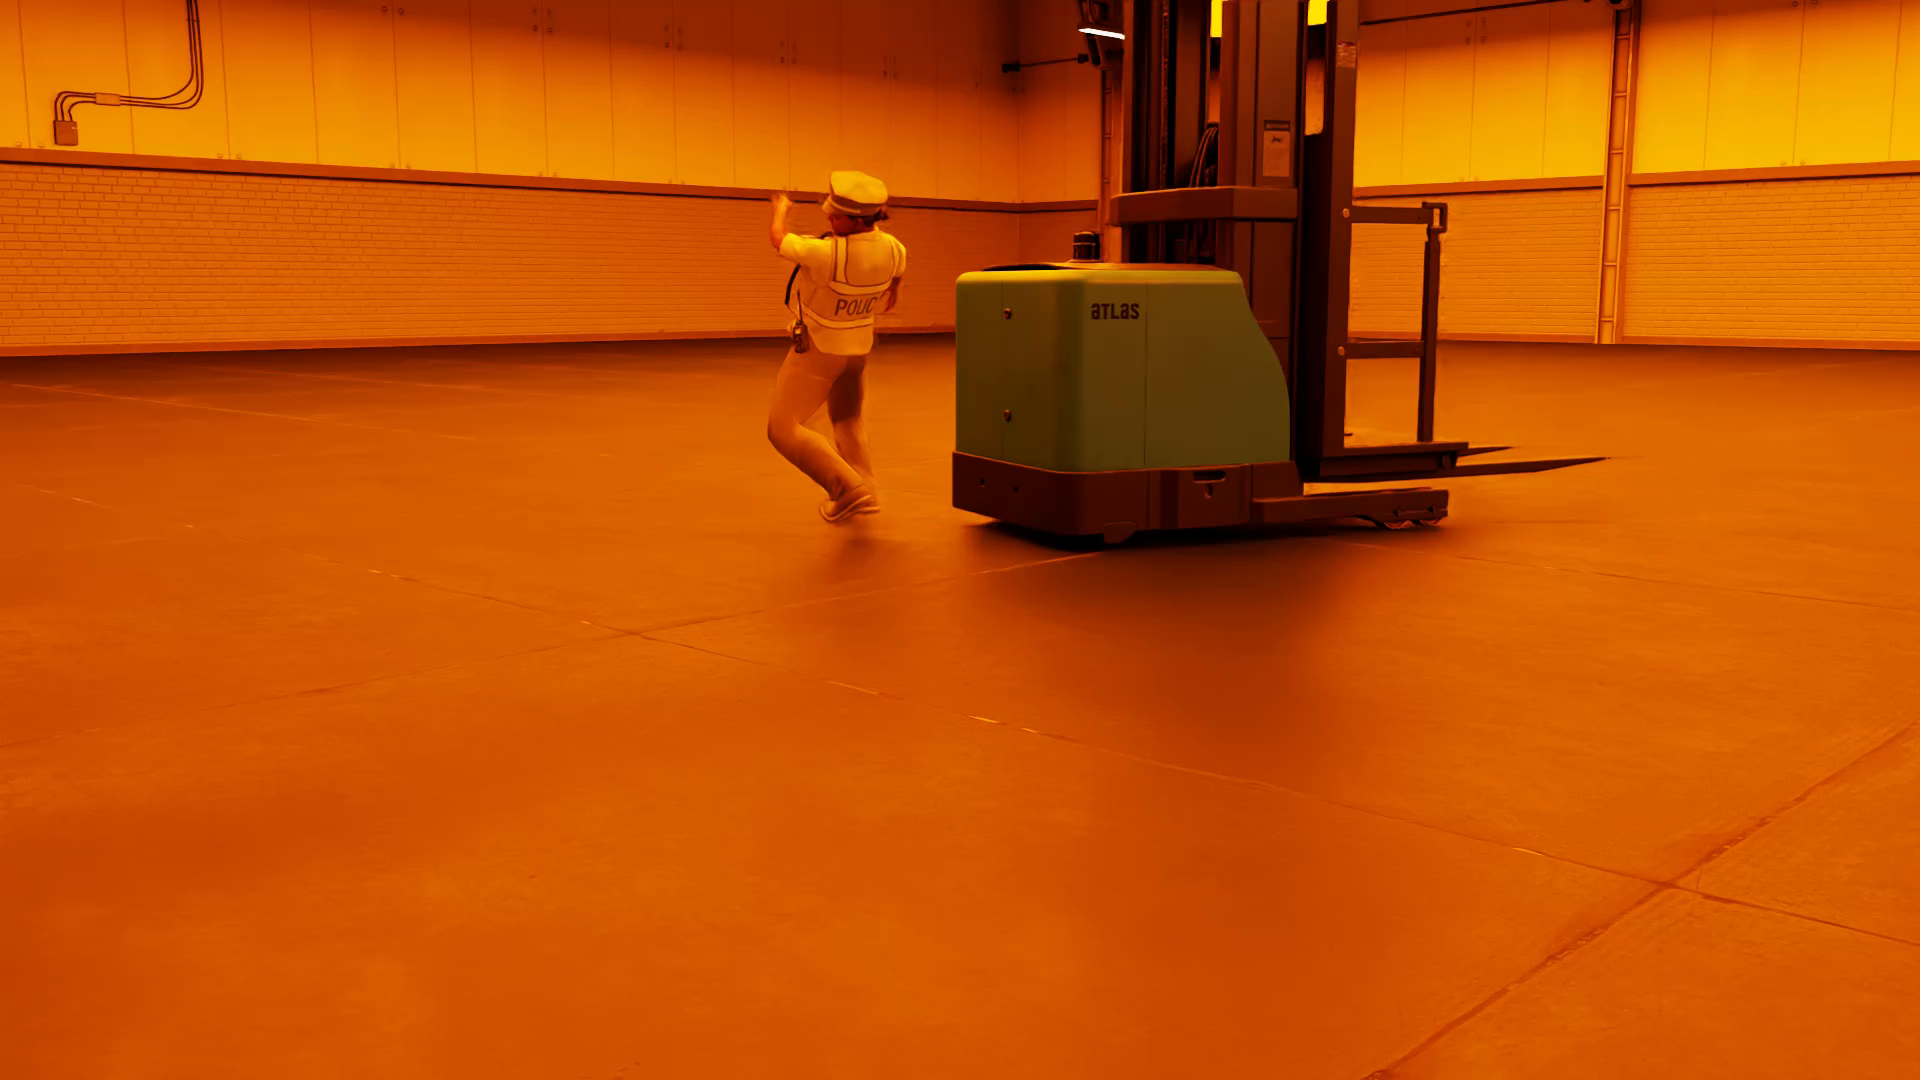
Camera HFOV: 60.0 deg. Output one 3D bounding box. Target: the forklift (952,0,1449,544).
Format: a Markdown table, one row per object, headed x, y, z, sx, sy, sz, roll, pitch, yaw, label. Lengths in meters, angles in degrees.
| x | y | z | sx | sy | sz | roll | pitch | yaw | label |
| --- | --- | --- | --- | --- | --- | --- | --- | --- | --- |
| 1.522 | -1.559 | 7.229 | 3.031 | 2.935 | 1.130 | -4 | 9 | -26 | forklift |

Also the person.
| x | y | z | sx | sy | sz | roll | pitch | yaw | label |
| --- | --- | --- | --- | --- | --- | --- | --- | --- | --- |
| -0.463 | -0.835 | 6.998 | 0.589 | 1.384 | 0.745 | 5 | 10 | 29 | person |
